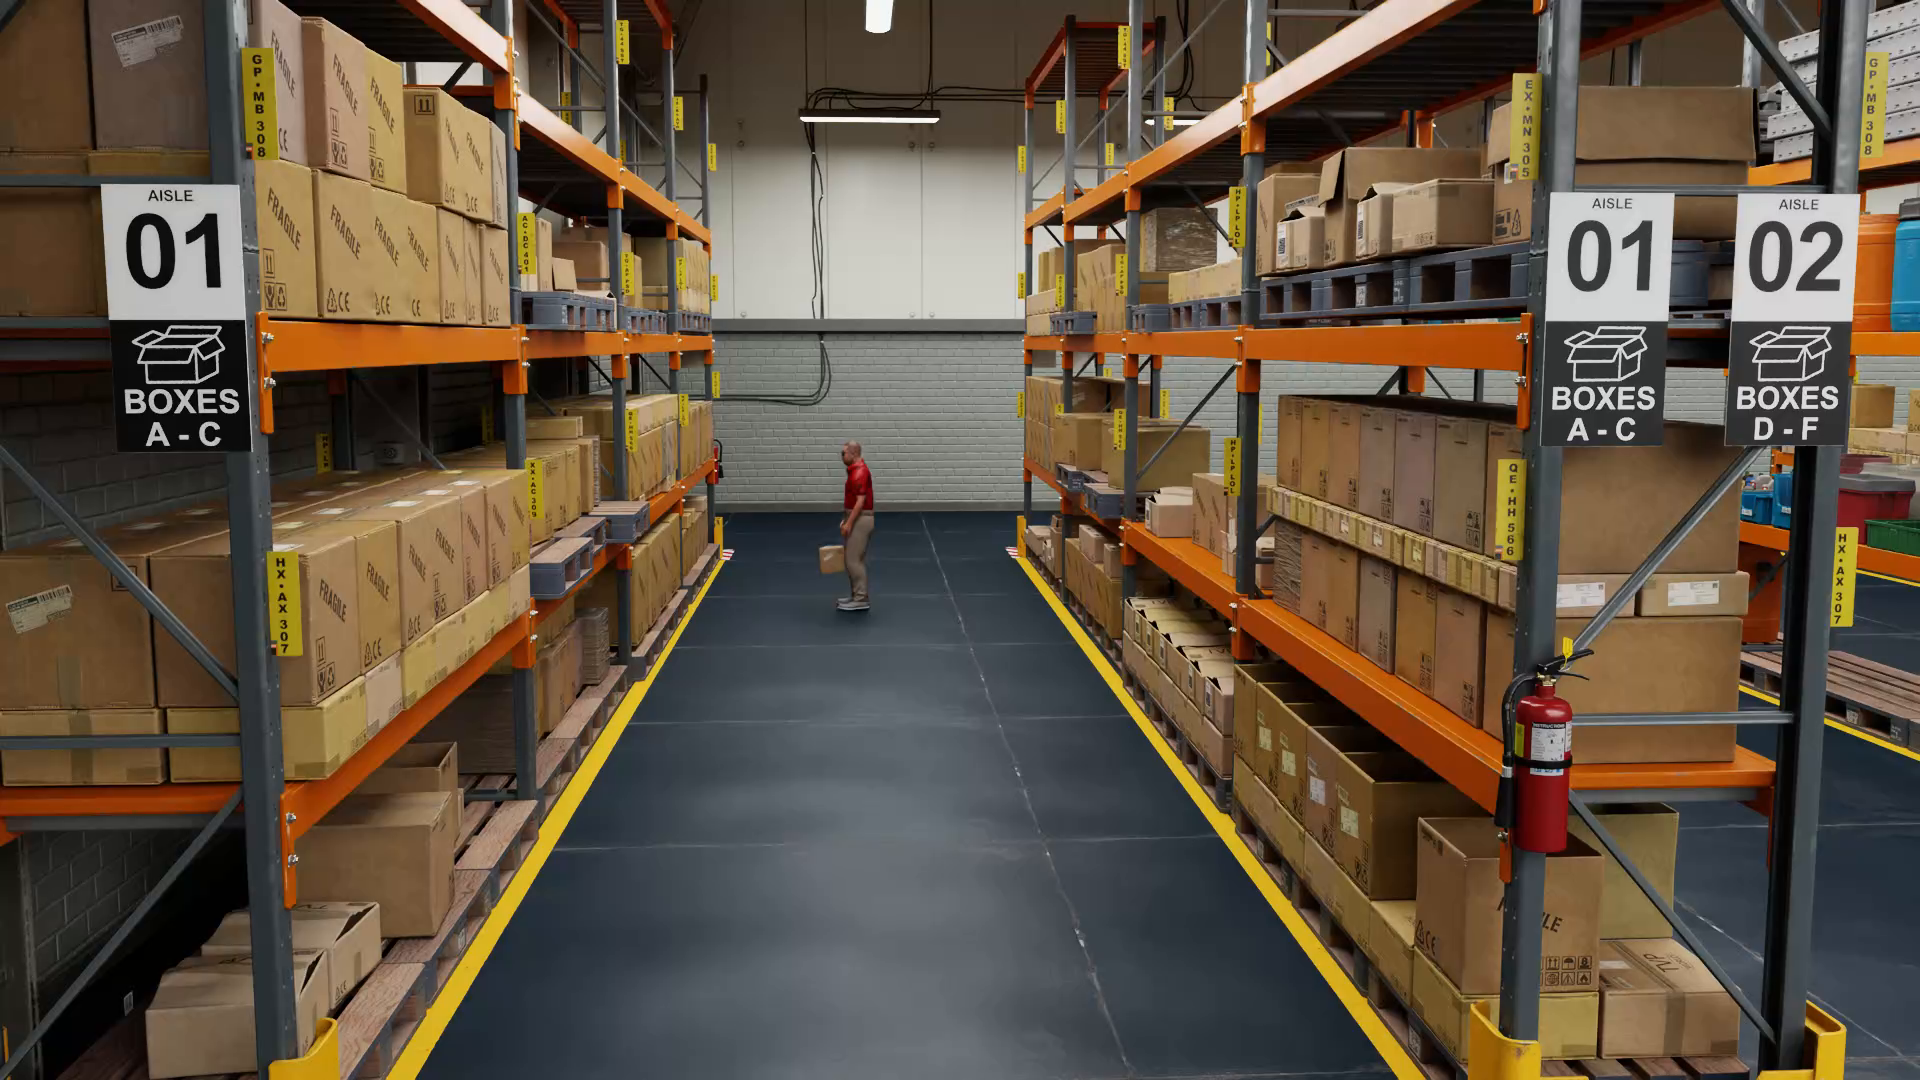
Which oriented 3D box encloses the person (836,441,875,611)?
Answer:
[{"bbox_3d":[-1.077,-0.156,17.093,0.392,1.731,0.561,-1,7,-5],"label":"person"}]
